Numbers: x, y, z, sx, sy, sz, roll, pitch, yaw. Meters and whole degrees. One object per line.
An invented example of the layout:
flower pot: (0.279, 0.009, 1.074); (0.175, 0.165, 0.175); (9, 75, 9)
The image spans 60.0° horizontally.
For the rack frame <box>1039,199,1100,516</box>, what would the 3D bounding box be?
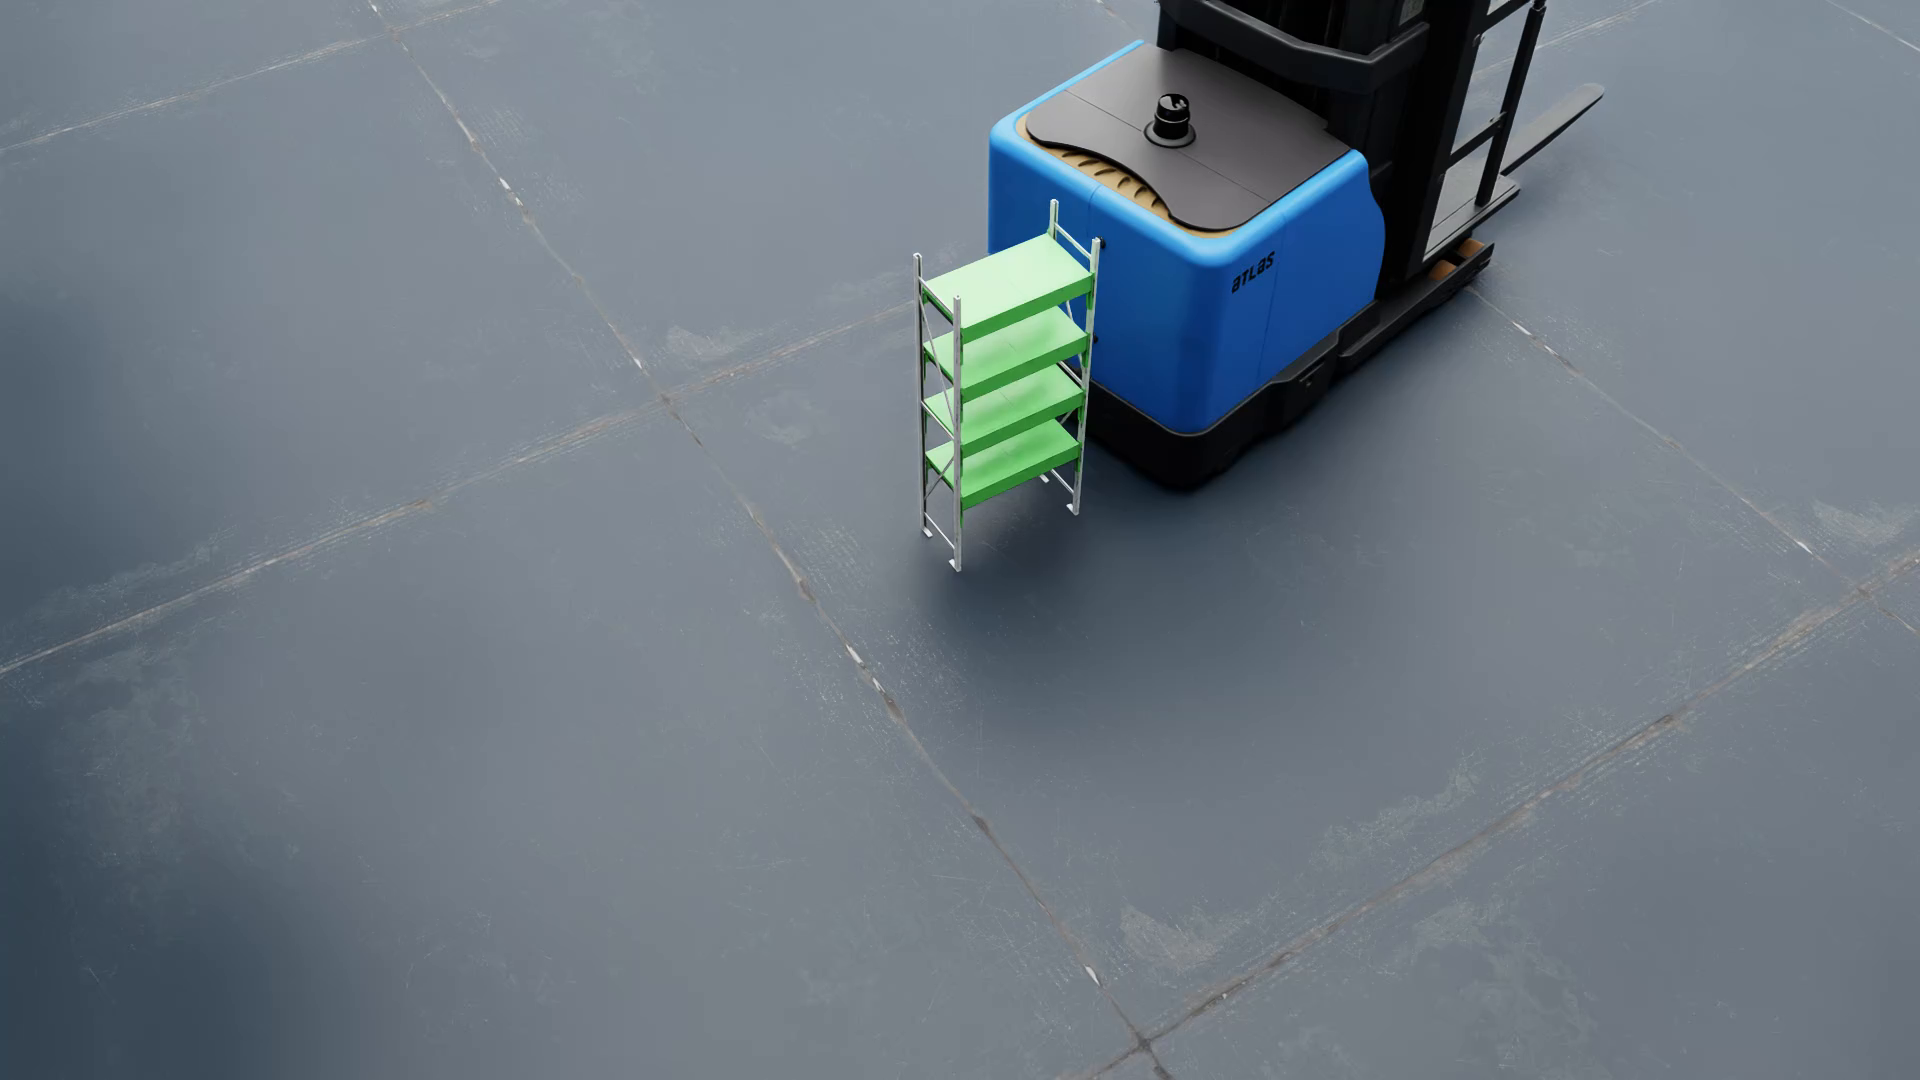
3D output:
rack frame: (0.346, -0.562, 5.447); (0.015, 1.200, 0.240); (-25, 53, -21)

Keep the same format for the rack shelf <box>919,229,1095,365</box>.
rack shelf: (0.140, -0.742, 5.050); (0.480, 0.148, 0.258); (-25, 53, -21)

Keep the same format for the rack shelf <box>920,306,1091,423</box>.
rack shelf: (0.140, -0.582, 5.229); (0.480, 0.148, 0.258); (-25, 53, -21)

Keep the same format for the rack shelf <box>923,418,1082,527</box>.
rack shelf: (0.140, -0.263, 5.588); (0.480, 0.148, 0.258); (-25, 53, -21)

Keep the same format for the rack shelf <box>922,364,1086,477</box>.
rack shelf: (0.140, -0.423, 5.408); (0.480, 0.148, 0.258); (-25, 53, -21)

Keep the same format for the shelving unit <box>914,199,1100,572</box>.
shelving unit: (0.140, -0.465, 5.361); (0.503, 1.200, 0.258); (-25, 53, -21)

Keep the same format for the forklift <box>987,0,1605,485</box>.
forklift: (1.483, -2.161, 5.712); (3.031, 2.935, 1.130); (-37, 58, -28)

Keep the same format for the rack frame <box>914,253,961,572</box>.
rack frame: (-0.066, -0.368, 5.274); (0.015, 1.200, 0.240); (-25, 53, -21)
